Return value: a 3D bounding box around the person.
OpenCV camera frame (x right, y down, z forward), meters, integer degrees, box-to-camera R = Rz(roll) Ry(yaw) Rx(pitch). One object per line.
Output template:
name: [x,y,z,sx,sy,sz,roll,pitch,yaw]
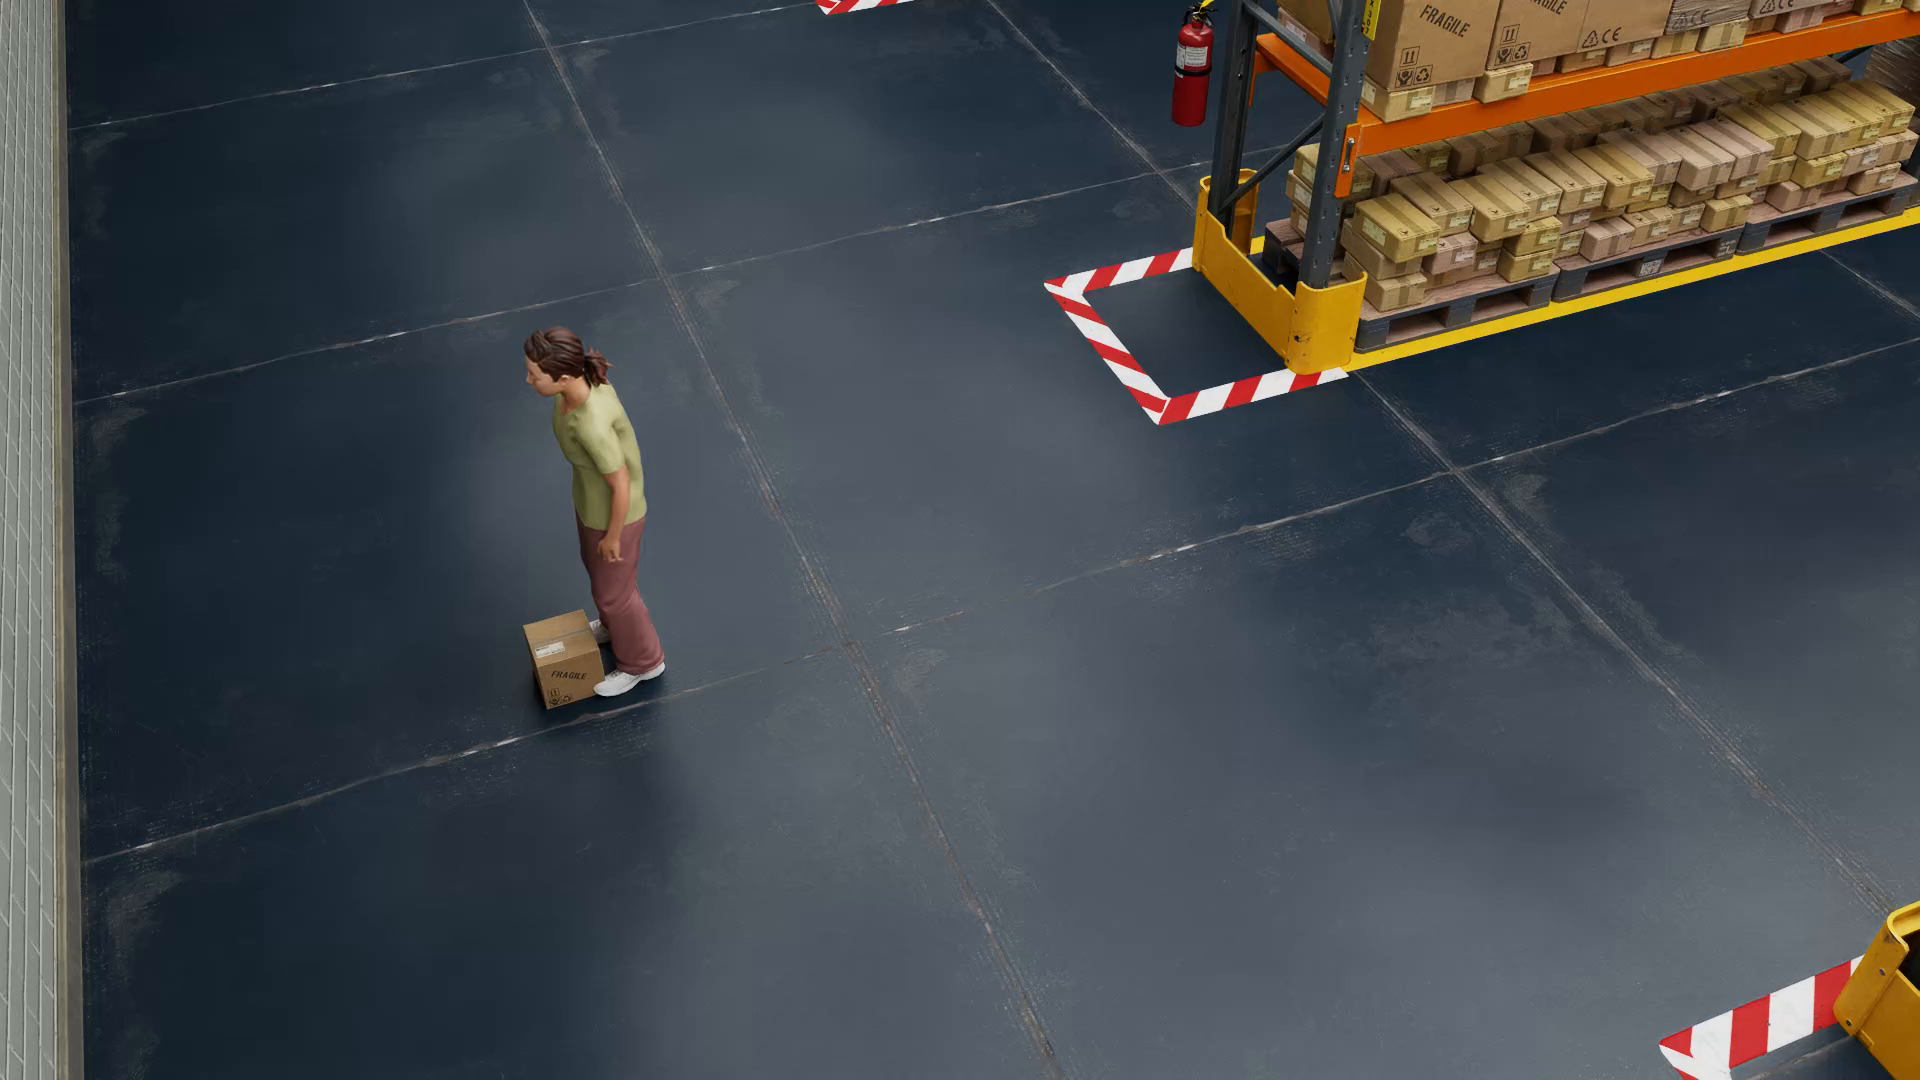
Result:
person: [-1.364,-0.120,6.294,0.354,1.673,0.499,-15,44,-17]
